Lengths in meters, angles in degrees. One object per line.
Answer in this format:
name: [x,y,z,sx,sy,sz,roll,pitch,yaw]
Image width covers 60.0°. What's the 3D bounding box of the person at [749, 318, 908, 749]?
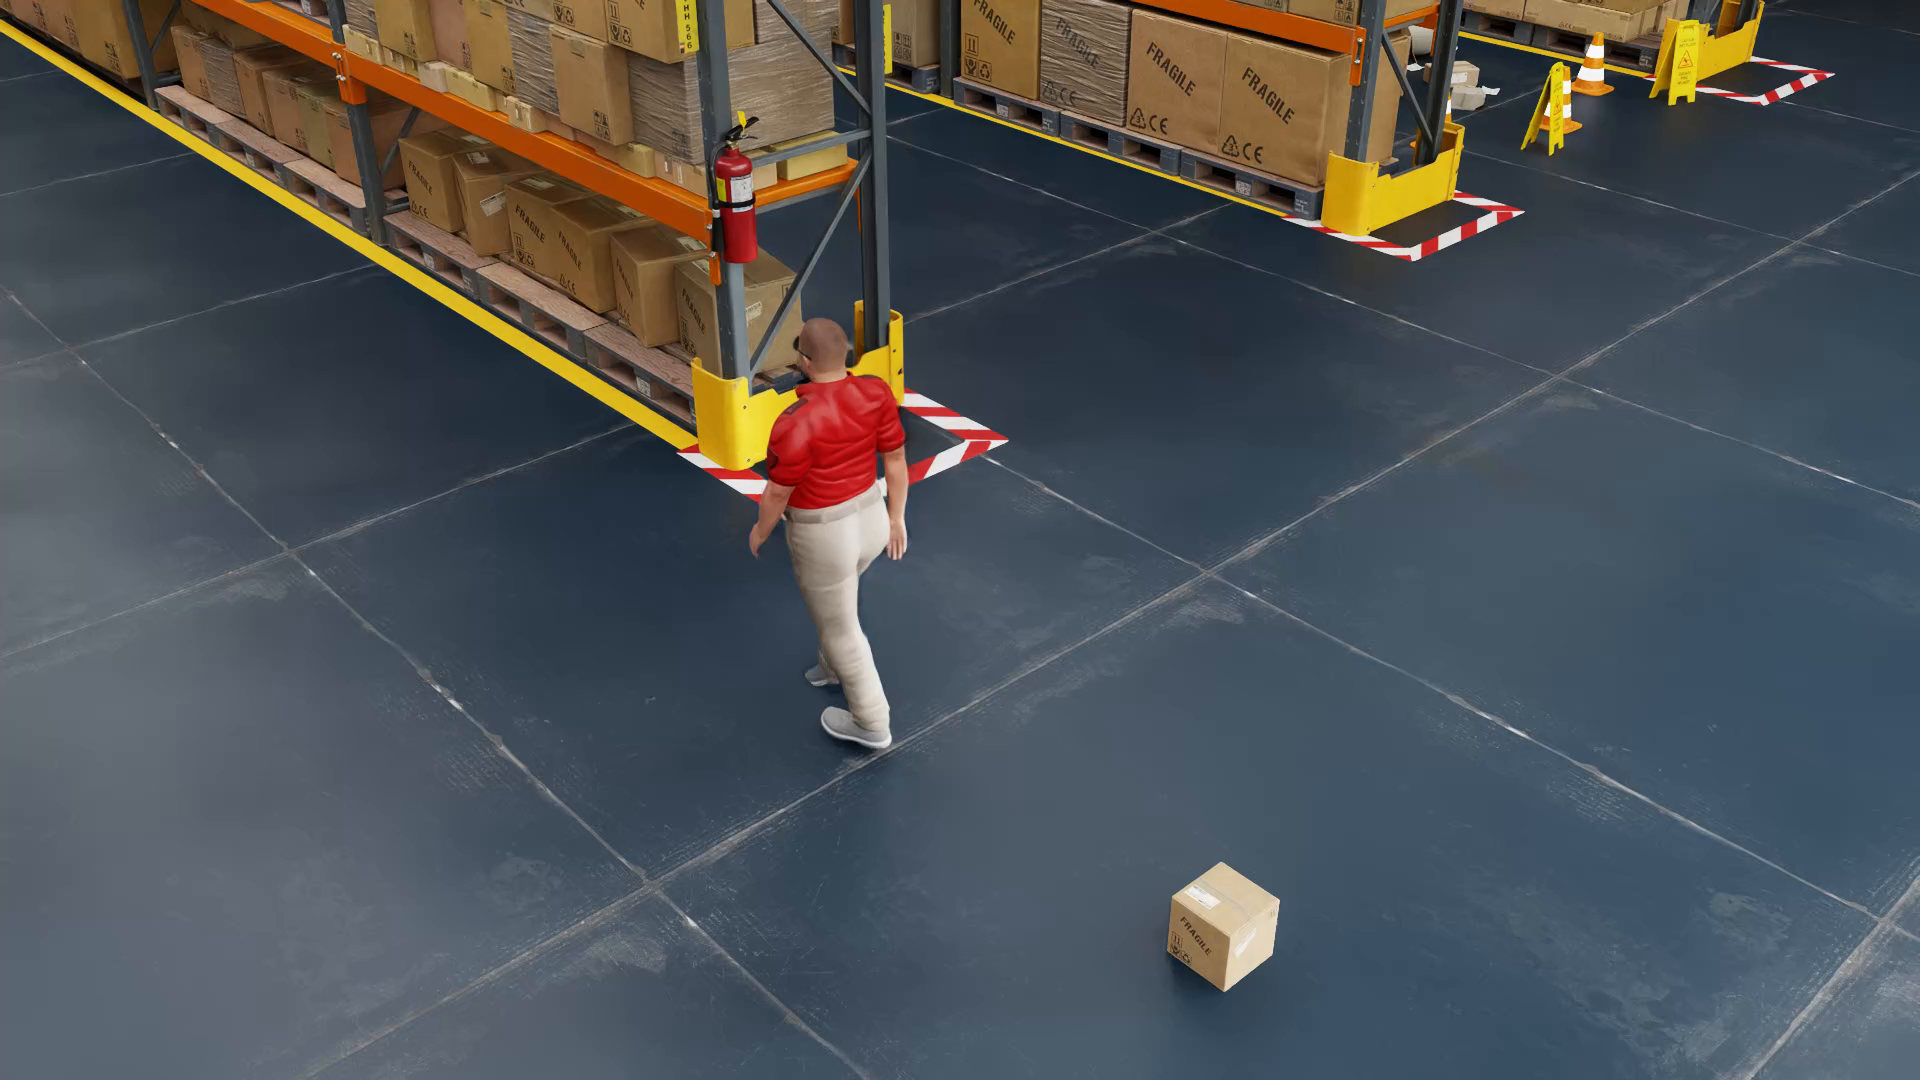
person: [-0.497,-0.010,6.208,0.663,1.793,0.547,26,40,35]
